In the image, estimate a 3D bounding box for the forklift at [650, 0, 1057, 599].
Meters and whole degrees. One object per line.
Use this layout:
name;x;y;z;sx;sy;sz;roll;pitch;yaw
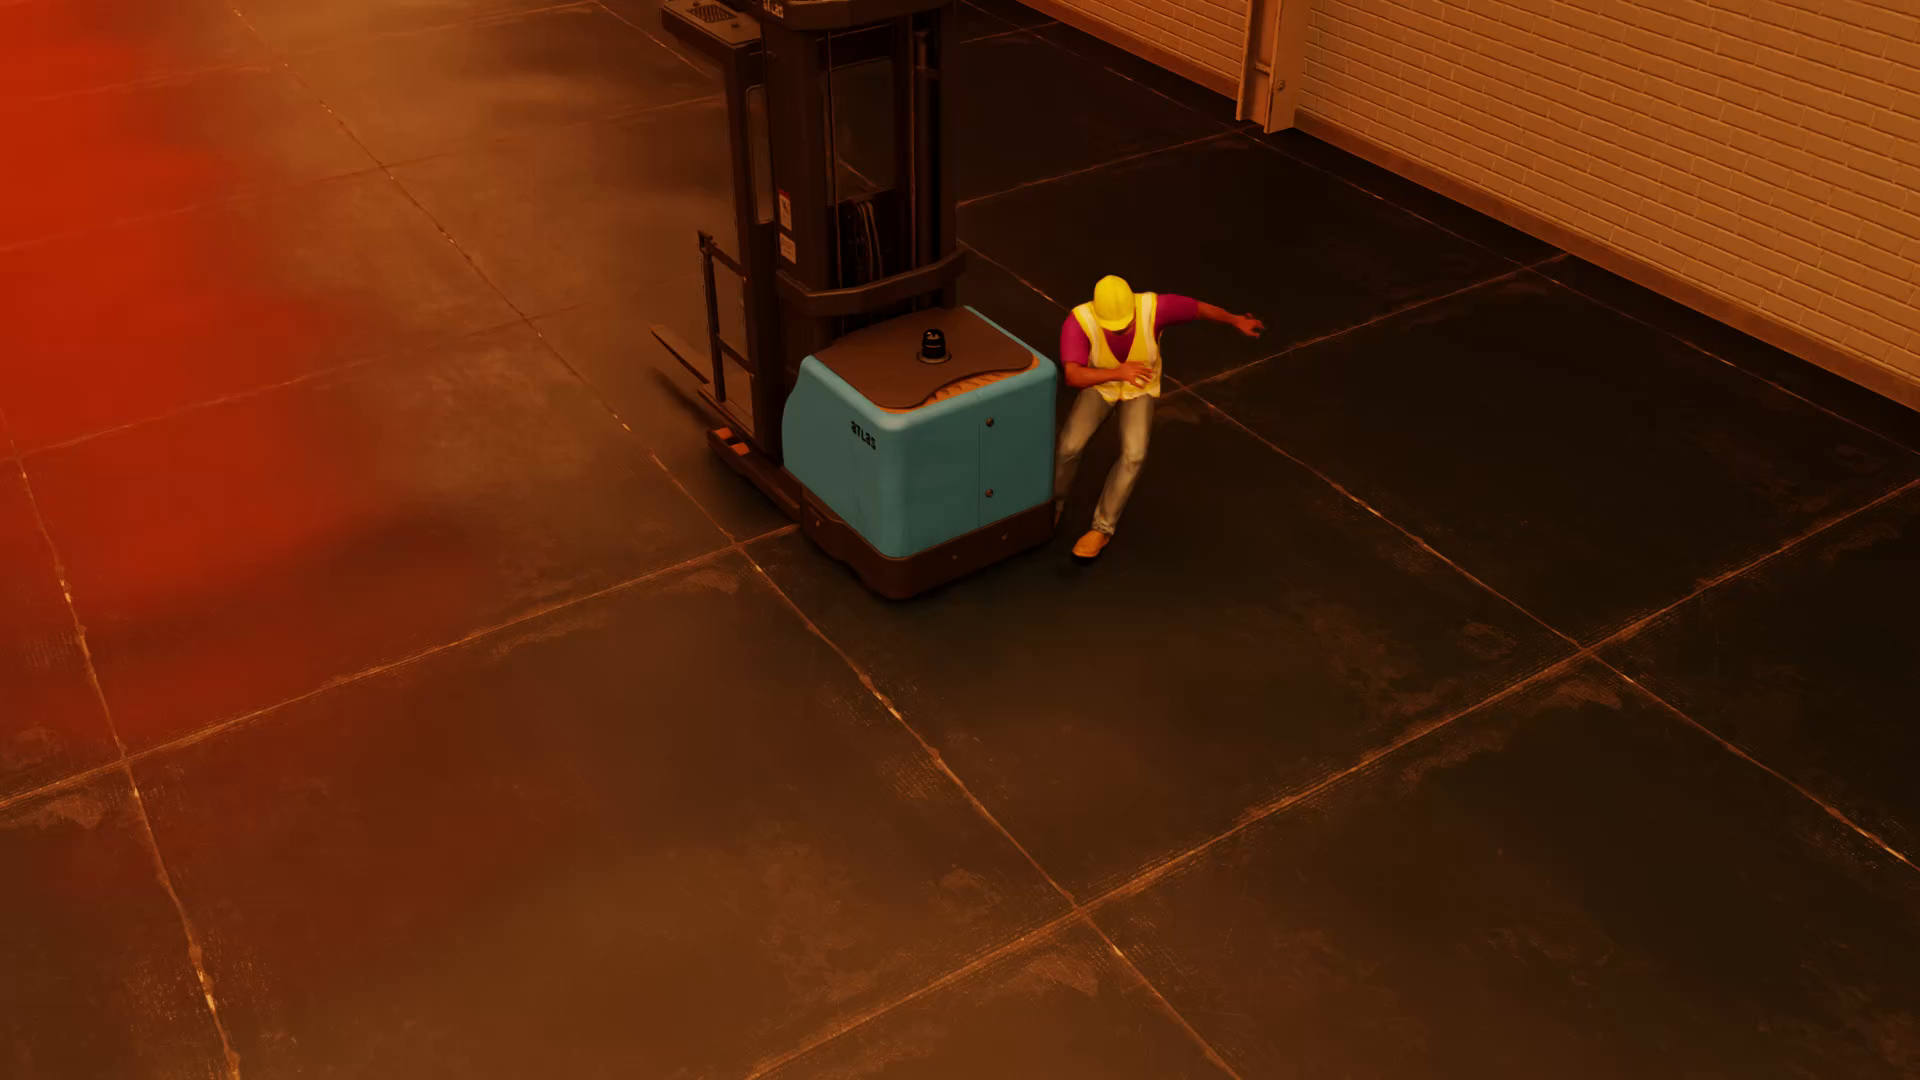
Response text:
forklift;-0.760;-1.713;8.585;1.130;2.935;3.031;-22;40;-28

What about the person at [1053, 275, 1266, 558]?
person;0.957;-0.684;8.467;1.230;1.458;0.943;2;35;2
